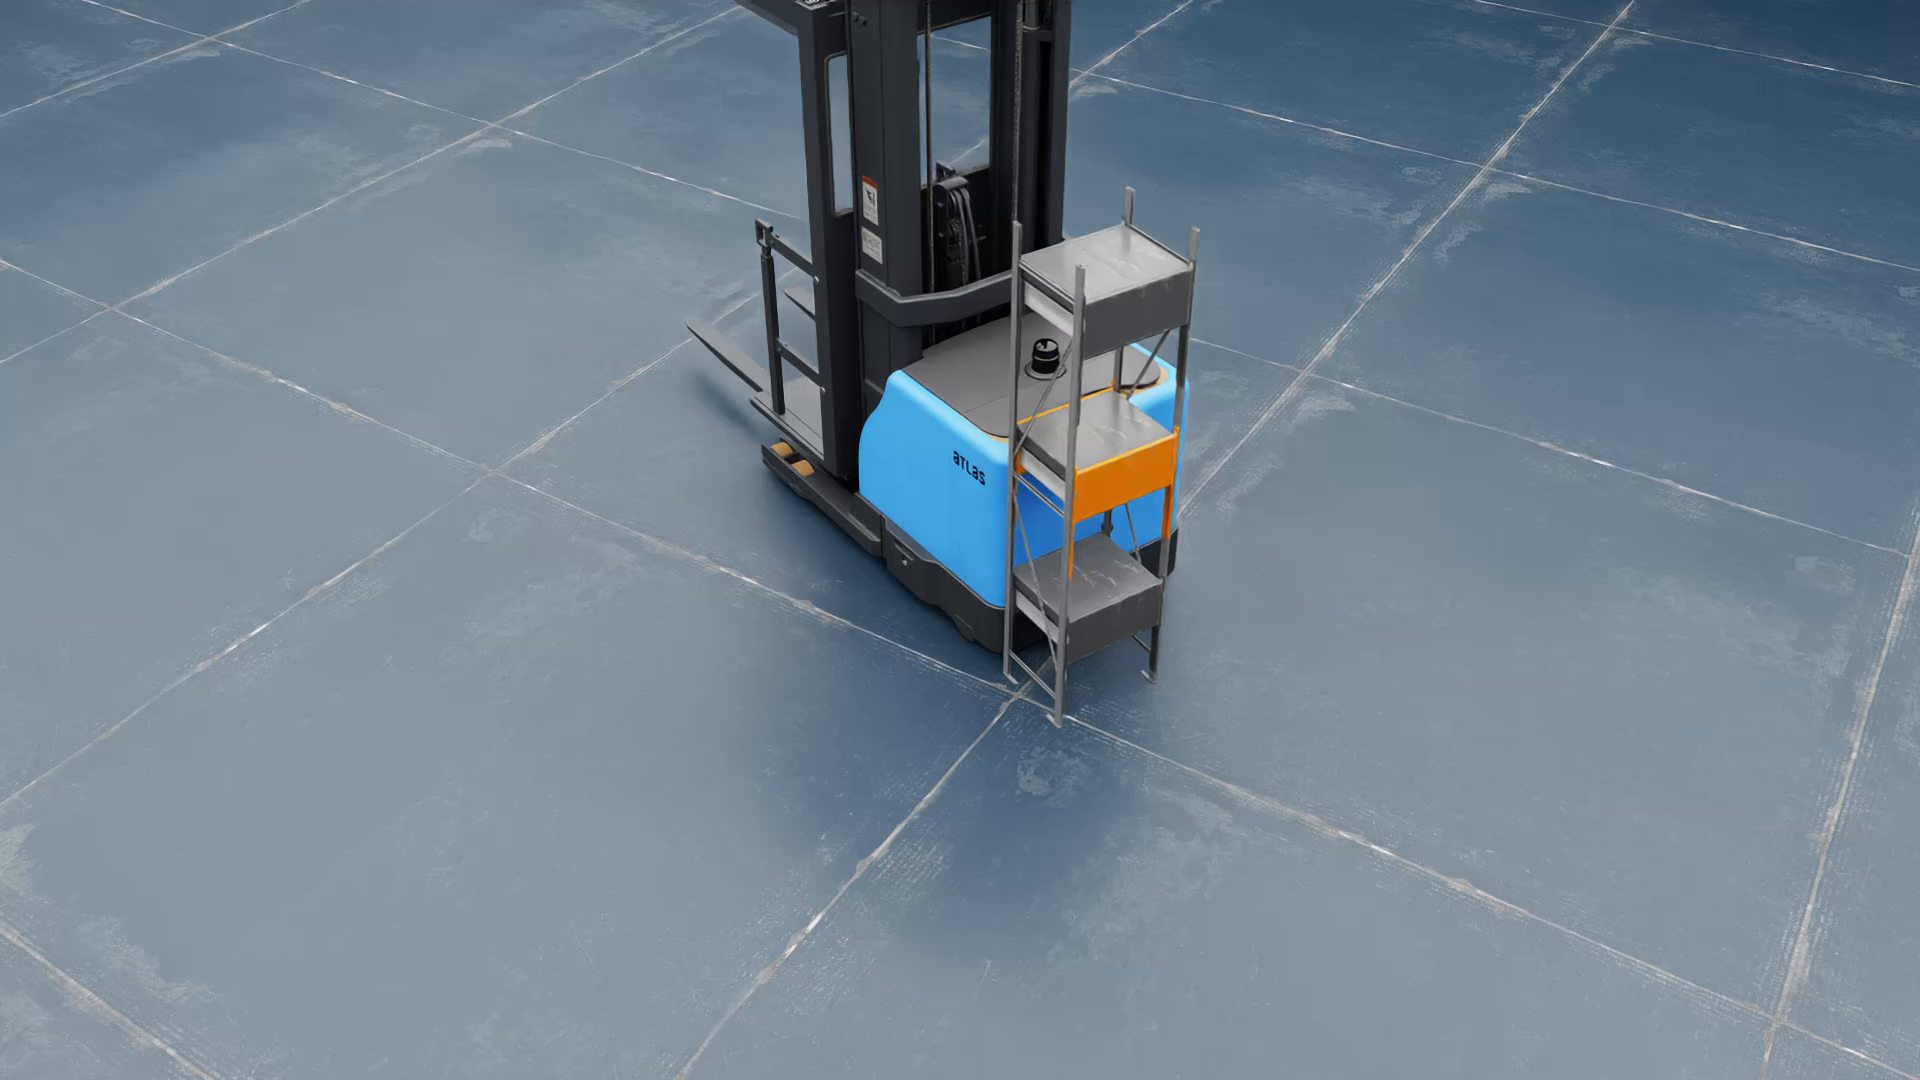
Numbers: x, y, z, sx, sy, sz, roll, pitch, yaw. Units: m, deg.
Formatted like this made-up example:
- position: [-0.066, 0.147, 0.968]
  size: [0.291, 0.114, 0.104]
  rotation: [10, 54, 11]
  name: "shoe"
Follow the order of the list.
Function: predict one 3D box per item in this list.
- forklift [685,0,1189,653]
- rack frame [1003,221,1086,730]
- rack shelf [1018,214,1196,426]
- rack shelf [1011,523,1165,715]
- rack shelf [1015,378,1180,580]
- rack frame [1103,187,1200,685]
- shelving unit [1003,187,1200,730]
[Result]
- position: [-0.309, -1.536, 7.342]
  size: [1.130, 2.935, 3.031]
  rotation: [-24, 44, -28]
  name: "forklift"
- position: [0.298, -0.166, 6.245]
  size: [0.015, 2.100, 0.400]
  rotation: [-22, 43, -26]
  name: "rack frame"
- position: [0.503, -0.791, 5.931]
  size: [0.480, 0.518, 0.431]
  rotation: [-22, 43, -26]
  name: "rack shelf"
- position: [0.503, 0.318, 6.786]
  size: [0.480, 0.518, 0.431]
  rotation: [-22, 43, -26]
  name: "rack shelf"
- position: [0.503, -0.236, 6.359]
  size: [0.480, 0.518, 0.431]
  rotation: [-22, 43, -26]
  name: "rack shelf"
- position: [0.707, -0.328, 6.456]
  size: [0.015, 2.100, 0.400]
  rotation: [-22, 43, -26]
  name: "rack frame"
- position: [0.503, -0.247, 6.351]
  size: [0.503, 2.100, 0.431]
  rotation: [-22, 43, -26]
  name: "shelving unit"
